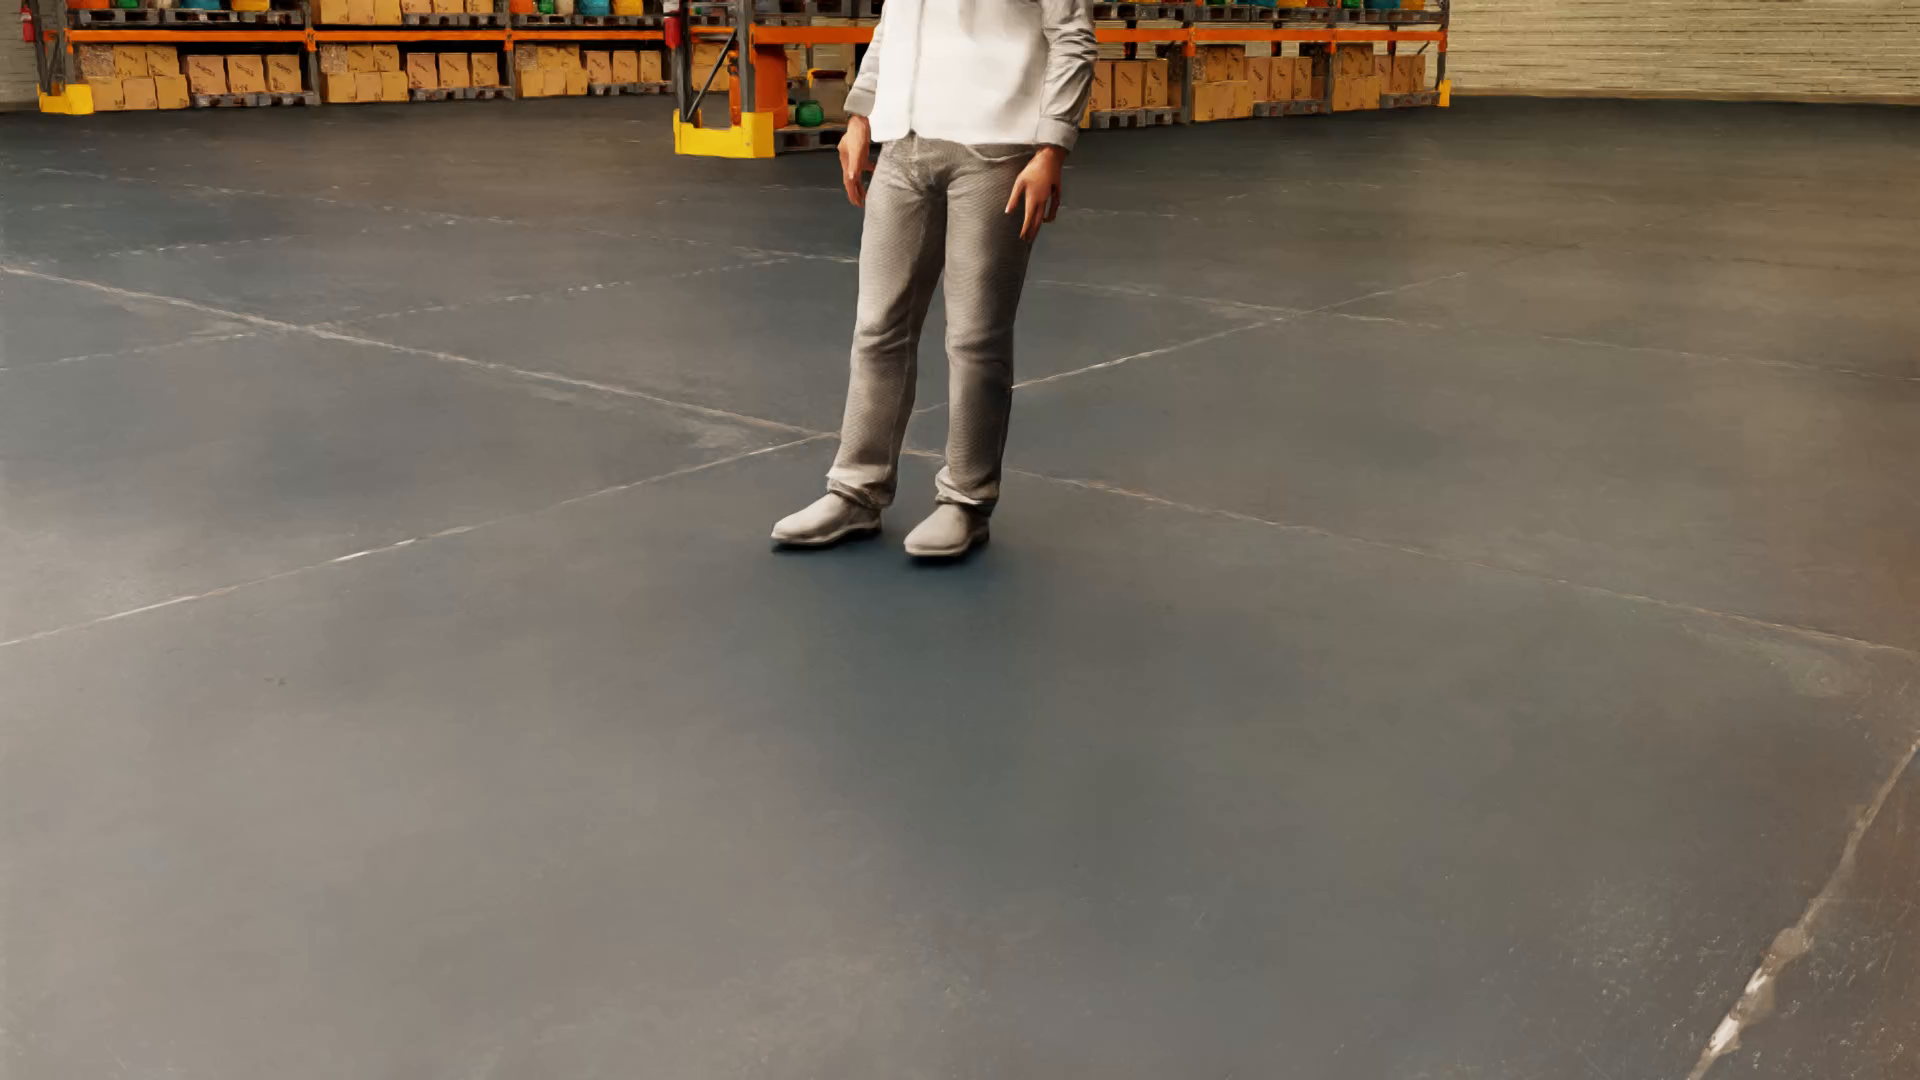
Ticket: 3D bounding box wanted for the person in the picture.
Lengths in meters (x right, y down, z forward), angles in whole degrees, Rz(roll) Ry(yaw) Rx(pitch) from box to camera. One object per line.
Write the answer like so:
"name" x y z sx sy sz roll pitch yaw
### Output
"person" -0.046 -0.843 3.641 0.632 1.773 0.567 13 21 37
